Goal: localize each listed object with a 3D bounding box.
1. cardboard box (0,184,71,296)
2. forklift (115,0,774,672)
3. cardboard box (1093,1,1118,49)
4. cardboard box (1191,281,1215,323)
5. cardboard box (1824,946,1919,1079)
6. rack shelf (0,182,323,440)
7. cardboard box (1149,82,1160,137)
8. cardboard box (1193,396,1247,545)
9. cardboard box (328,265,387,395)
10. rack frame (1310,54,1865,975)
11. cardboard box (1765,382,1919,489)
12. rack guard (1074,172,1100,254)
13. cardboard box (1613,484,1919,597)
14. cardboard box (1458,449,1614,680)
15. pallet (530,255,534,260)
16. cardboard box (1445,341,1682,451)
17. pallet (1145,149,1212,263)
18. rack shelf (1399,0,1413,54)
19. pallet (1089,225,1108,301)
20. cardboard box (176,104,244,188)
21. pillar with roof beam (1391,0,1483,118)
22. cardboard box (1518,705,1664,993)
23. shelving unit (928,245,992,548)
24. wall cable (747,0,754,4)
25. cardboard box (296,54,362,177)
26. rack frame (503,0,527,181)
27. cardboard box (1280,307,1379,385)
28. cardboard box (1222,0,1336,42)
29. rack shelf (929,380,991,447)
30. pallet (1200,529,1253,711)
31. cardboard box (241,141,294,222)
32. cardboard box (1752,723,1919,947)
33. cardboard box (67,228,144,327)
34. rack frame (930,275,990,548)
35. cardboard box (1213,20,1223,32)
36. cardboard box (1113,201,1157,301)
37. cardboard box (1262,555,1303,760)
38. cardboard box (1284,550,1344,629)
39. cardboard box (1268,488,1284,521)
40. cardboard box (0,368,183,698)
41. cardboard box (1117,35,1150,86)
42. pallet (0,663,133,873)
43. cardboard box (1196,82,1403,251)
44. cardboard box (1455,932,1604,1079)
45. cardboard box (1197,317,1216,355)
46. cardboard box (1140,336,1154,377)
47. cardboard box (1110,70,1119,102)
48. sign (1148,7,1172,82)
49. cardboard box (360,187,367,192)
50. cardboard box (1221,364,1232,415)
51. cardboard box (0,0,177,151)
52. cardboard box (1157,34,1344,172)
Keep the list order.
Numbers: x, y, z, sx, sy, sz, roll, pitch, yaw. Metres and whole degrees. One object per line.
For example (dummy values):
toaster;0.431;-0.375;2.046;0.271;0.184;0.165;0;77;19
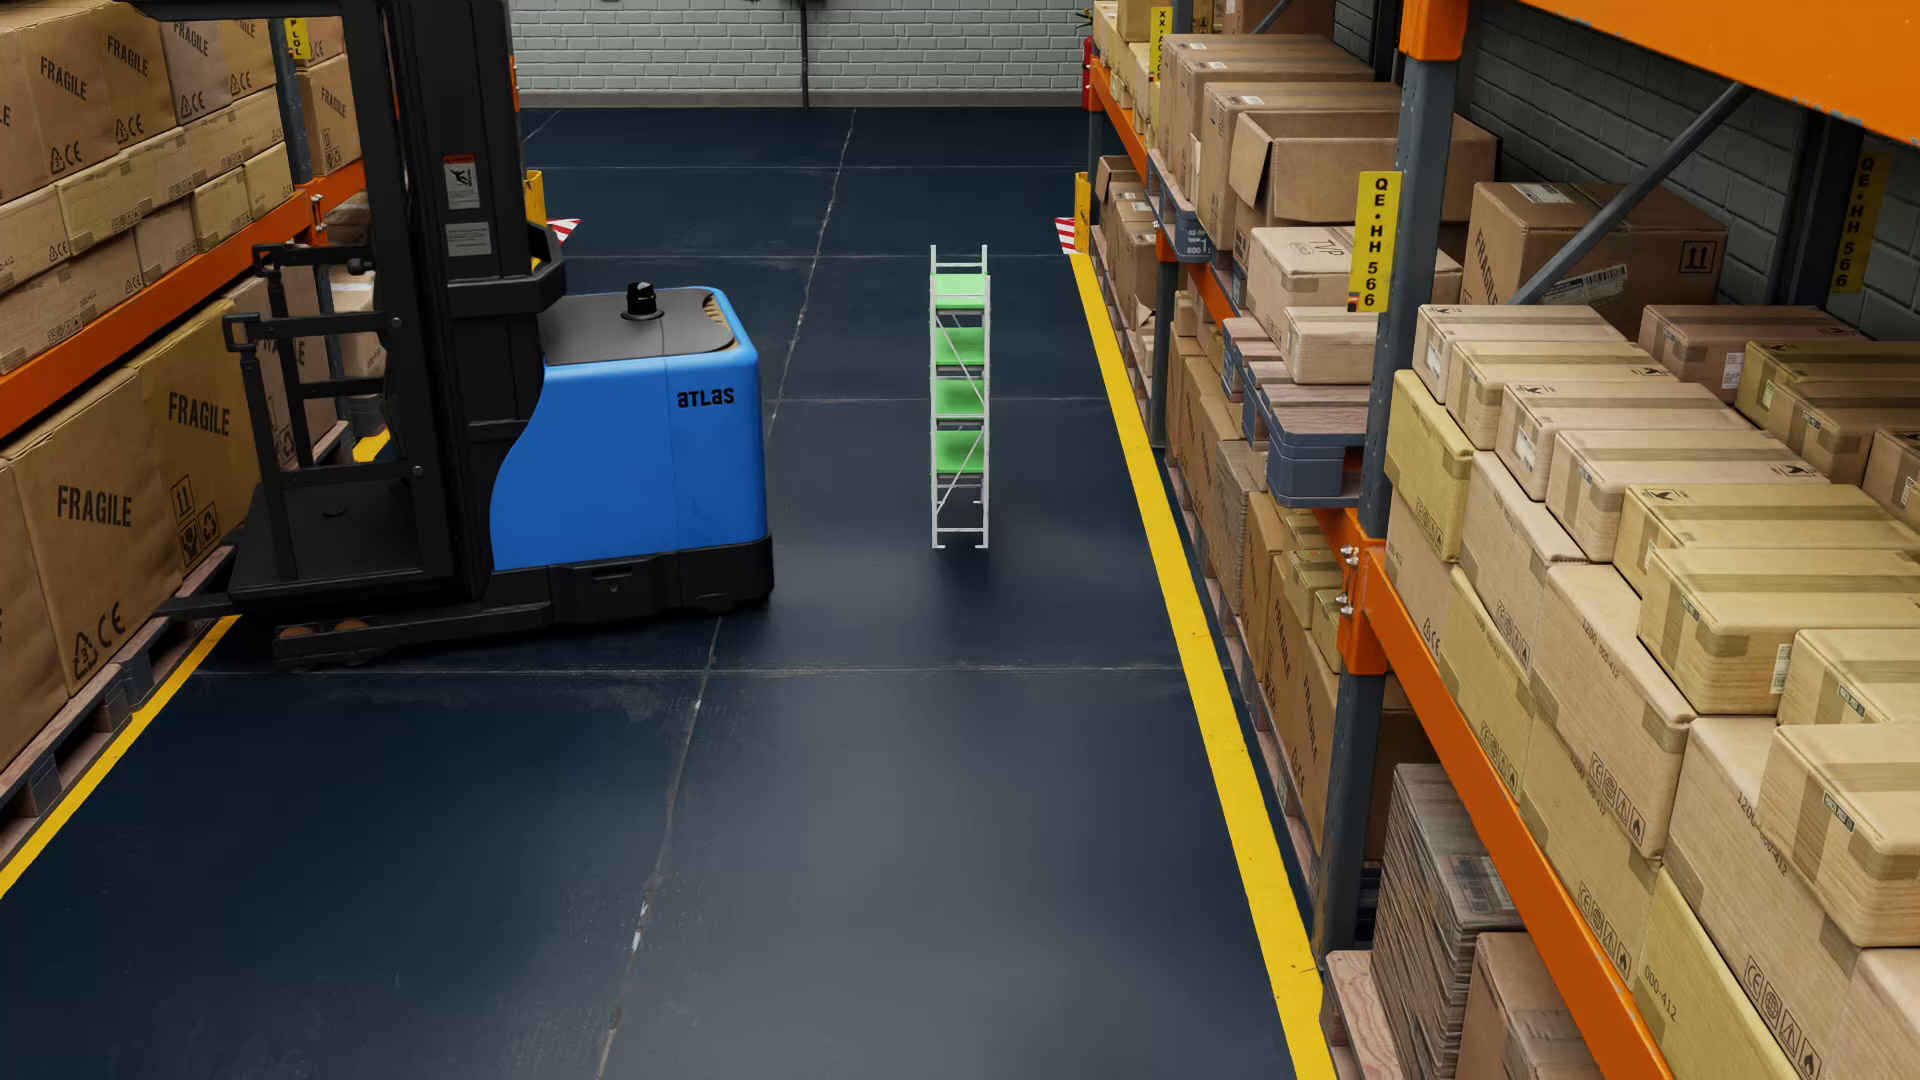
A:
cardboard box;-3.228;-0.957;5.302;0.500;0.250;0.500;0;24;-1
forklift;-2.319;-1.087;6.097;3.031;2.935;1.130;-7;25;-14
cardboard box;1.140;-3.369;10.879;0.500;0.250;0.500;0;24;0
cardboard box;1.237;-1.069;7.349;0.380;0.149;0.250;-1;24;-3
cardboard box;1.262;0.672;1.700;0.500;0.250;0.500;0;24;0
rack shelf;-3.493;-0.666;5.955;1.077;0.370;4.000;0;24;-1
cardboard box;1.199;-2.117;8.113;0.500;0.250;0.500;0;24;1
cardboard box;1.245;-0.268;6.727;0.500;0.500;0.500;-1;24;-2
cardboard box;-3.415;-1.101;8.643;0.875;0.438;0.875;-1;24;-1
rack frame;1.492;-0.193;4.037;1.000;3.000;0.127;0;24;-1
cardboard box;1.754;-0.187;3.115;0.380;0.149;0.250;0;24;-1
rack guard;1.405;-2.319;11.772;1.175;0.500;0.348;0;24;-1
cardboard box;1.282;0.025;2.646;0.380;0.149;0.250;0;24;0
cardboard box;1.257;0.038;3.102;0.500;0.250;0.500;0;24;1
pallet;-3.472;-1.866;11.120;1.003;0.211;1.213;0;24;-1
cardboard box;1.205;-0.292;3.346;0.380;0.149;0.250;0;24;1
pallet;1.348;-1.424;6.992;1.003;0.211;1.213;0;24;-1
rack shelf;1.470;-2.056;5.389;1.077;0.370;4.000;0;24;-1
pallet;1.415;-1.859;11.105;1.003;0.211;1.213;0;24;-1
cardboard box;-3.254;-1.591;6.702;0.500;0.250;0.500;0;24;1
pillar with roof beam;-1.963;-4.846;7.046;9.100;9.000;0.400;0;24;-1
cardboard box;1.266;0.479;2.734;0.500;0.250;0.500;-1;24;-2
shelving unit;-0.002;-0.615;7.154;0.258;1.200;0.503;0;24;-1
wall cable;-2.226;-6.263;16.226;0.588;1.984;0.122;0;24;-1
cardboard box;-3.258;-2.058;8.038;0.500;0.500;0.500;1;24;1
rack frame;-3.559;-3.466;11.273;1.000;3.000;0.127;0;24;-1
cardboard box;1.101;-0.539;4.597;0.380;0.149;0.250;0;24;0
cardboard box;1.698;-2.865;8.856;0.500;0.500;0.500;-1;24;-2
rack shelf;-0.002;-0.557;7.180;0.258;0.148;0.480;0;24;-1
pallet;1.511;0.268;6.401;1.003;0.211;1.213;0;24;-1
cardboard box;-3.258;-1.566;7.254;0.500;0.250;0.500;-1;24;-2
cardboard box;1.186;0.339;1.952;0.380;0.149;0.250;-1;24;-2
cardboard box;-3.257;-0.935;5.859;0.500;0.250;0.500;0;24;-1
rack frame;0.001;-0.514;6.931;0.240;1.200;0.015;0;24;-1
cardboard box;1.680;-2.952;9.958;0.500;0.250;0.500;1;24;1
cardboard box;1.193;-1.719;9.934;0.500;0.500;0.500;0;24;0
cardboard box;1.277;0.375;5.305;0.500;0.500;0.500;-1;24;-1
cardboard box;1.199;0.144;5.028;0.380;0.149;0.250;-1;24;-3
cardboard box;1.280;-0.176;5.736;0.380;0.149;0.250;-1;24;-1
cardboard box;-3.401;-0.045;5.779;0.875;0.875;0.875;0;24;0
cardboard box;1.182;-2.741;9.493;0.500;0.250;0.500;-1;24;-2
pallet;-3.405;0.776;5.278;1.003;0.211;1.213;0;24;-1
cardboard box;1.244;-1.341;5.945;0.700;0.500;0.500;0;24;-1
cardboard box;1.500;1.224;3.276;0.875;0.625;0.625;1;24;1
cardboard box;1.266;-0.927;7.395;0.380;0.149;0.250;-1;24;-2
cardboard box;1.149;-0.962;8.687;0.380;0.149;0.250;-1;24;-2
cardboard box;1.098;-2.707;9.901;0.380;0.149;0.250;-1;24;-2
sign;0.906;-2.230;7.491;0.100;0.325;0.005;0;24;-1
cardboard box;-3.452;-2.218;11.114;0.875;0.438;0.875;-1;24;-2
cardboard box;1.263;-0.605;6.684;0.380;0.149;0.250;0;24;-1
cardboard box;-3.260;-1.714;6.064;0.500;0.500;0.500;0;24;1
cardboard box;1.230;-1.878;7.131;0.700;0.500;0.500;0;24;1
